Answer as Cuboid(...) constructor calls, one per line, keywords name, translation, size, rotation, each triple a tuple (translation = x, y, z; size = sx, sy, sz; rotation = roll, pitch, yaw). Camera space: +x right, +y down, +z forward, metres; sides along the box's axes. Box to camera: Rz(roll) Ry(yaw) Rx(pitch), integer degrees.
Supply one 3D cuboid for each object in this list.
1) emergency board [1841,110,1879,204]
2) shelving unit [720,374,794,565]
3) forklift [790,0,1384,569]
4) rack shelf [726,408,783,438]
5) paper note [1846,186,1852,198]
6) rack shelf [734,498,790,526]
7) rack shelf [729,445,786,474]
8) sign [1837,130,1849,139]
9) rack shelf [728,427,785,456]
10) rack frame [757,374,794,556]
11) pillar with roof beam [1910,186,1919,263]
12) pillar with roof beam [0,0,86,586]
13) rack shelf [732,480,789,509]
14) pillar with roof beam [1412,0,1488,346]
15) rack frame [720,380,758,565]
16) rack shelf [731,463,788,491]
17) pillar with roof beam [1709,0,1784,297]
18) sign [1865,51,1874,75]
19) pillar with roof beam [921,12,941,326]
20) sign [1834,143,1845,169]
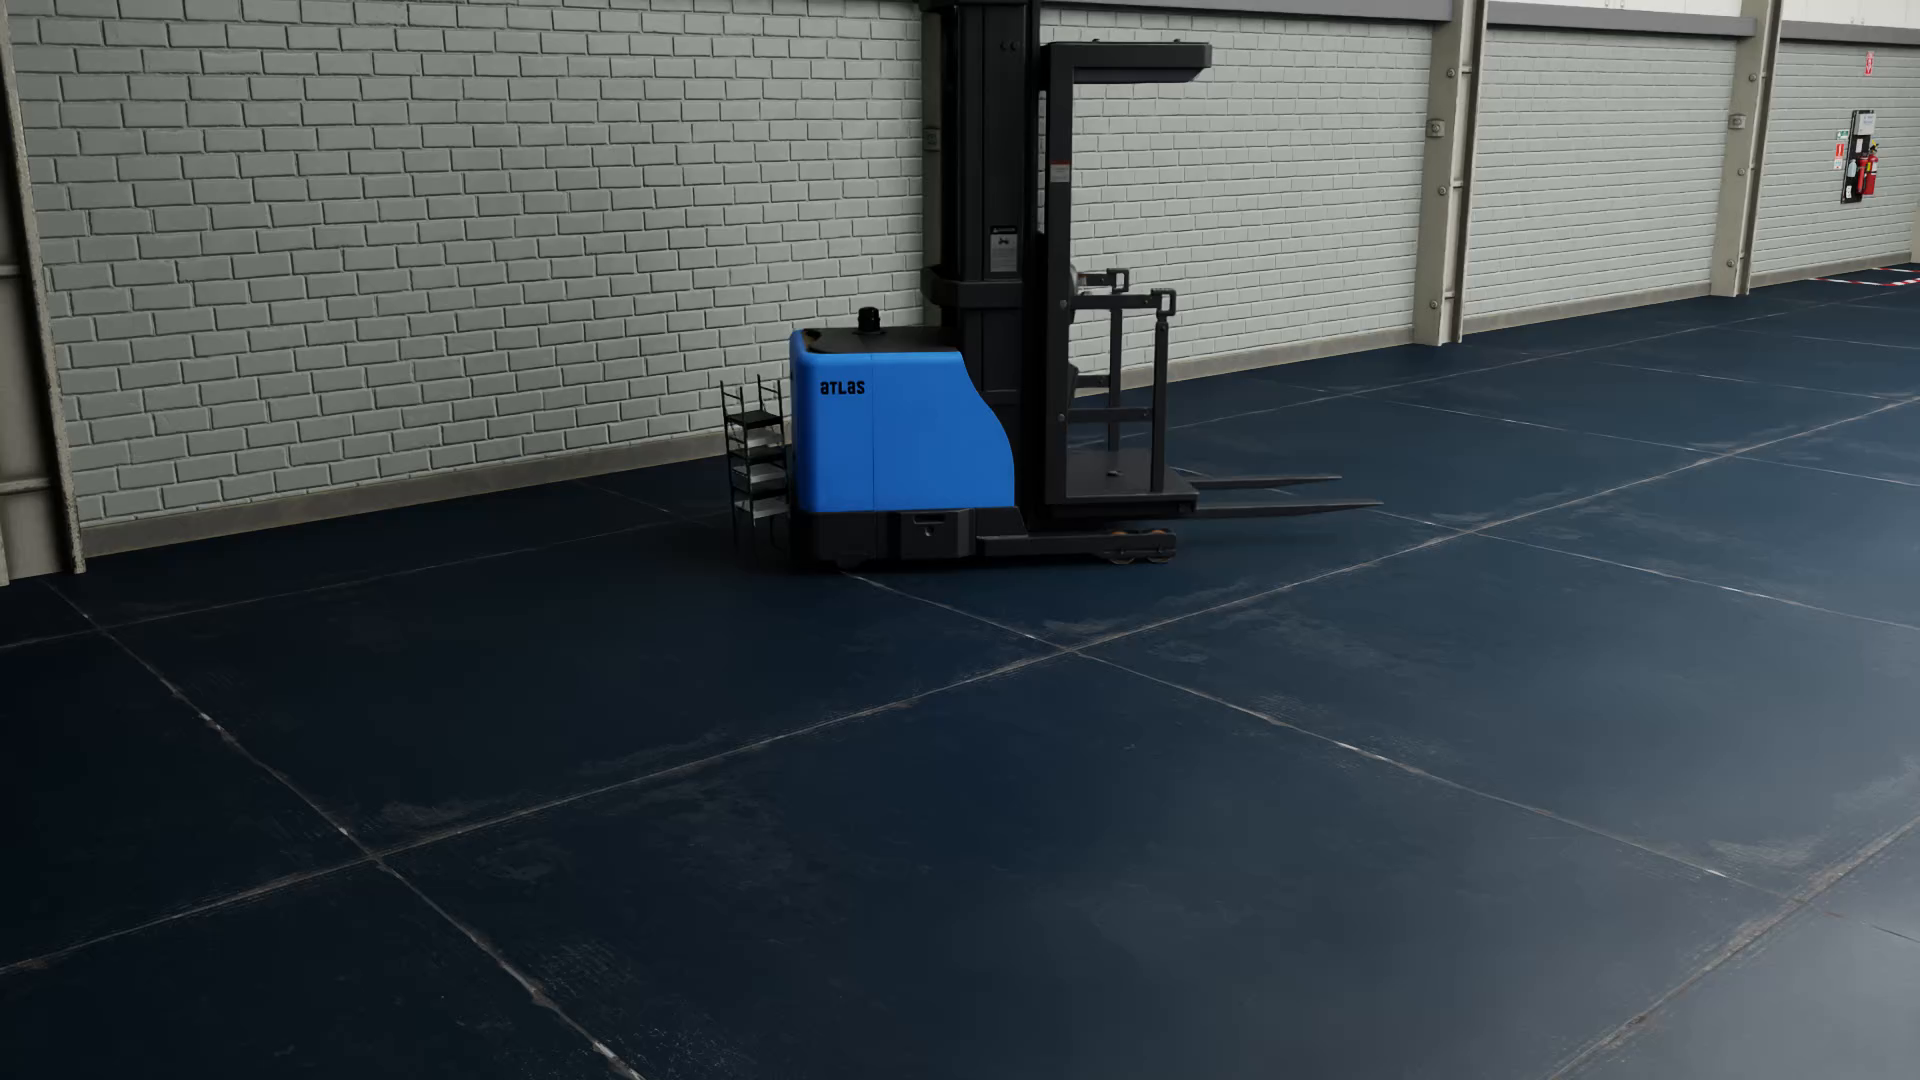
Cuboid(name="emergency board", translation=(11.676, -4.944, 21.447), size=(0.643, 1.169, 0.194), rotation=(-13, 19, -39))
Cuboid(name="shelving unit", translation=(-1.013, -0.354, 8.311), size=(0.210, 0.900, 0.258), rotation=(-13, 20, -31))
Cuboid(name="forklift", translation=(0.650, -1.425, 8.406), size=(3.031, 2.935, 1.130), rotation=(-2, 15, -7))
Cuboid(name="rack shelf", translation=(-1.024, -0.580, 8.243), size=(0.200, 0.077, 0.258), rotation=(-13, 20, -31))
Cuboid(name="paper note", translation=(11.497, -4.502, 21.499), size=(0.142, 0.148, 0.016), rotation=(-13, 19, -39))
Cuboid(name="rack shelf", translation=(-1.002, -0.150, 8.372), size=(0.200, 0.077, 0.258), rotation=(-13, 20, -31))
Cuboid(name="rack shelf", translation=(-1.015, -0.408, 8.295), size=(0.200, 0.077, 0.258), rotation=(-13, 20, -31))
Cuboid(name="sign", translation=(11.200, -5.143, 21.095), size=(0.331, 0.109, 0.001), rotation=(-13, 19, -39))
Cuboid(name="rack shelf", translation=(-1.020, -0.494, 8.269), size=(0.200, 0.077, 0.258), rotation=(-13, 20, -31))
Cuboid(name="rack frame", translation=(-0.928, -0.374, 8.363), size=(0.006, 0.900, 0.240), rotation=(-13, 20, -31))
Cuboid(name="pillar with roof beam", translation=(16.391, -7.416, 19.075), size=(0.400, 9.000, 9.100), rotation=(-13, 19, -39))
Cuboid(name="pillar with roof beam", translation=(-1.714, -3.350, 3.854), size=(0.400, 9.000, 9.100), rotation=(-13, 19, -39))
Cuboid(name="rack shelf", translation=(-1.007, -0.236, 8.346), size=(0.200, 0.077, 0.258), rotation=(-13, 20, -31))
Cuboid(name="pillar with roof beam", translation=(7.338, -5.383, 11.464), size=(0.400, 9.000, 9.100), rotation=(-13, 19, -39))
Cuboid(name="rack frame", translation=(-1.098, -0.334, 8.259), size=(0.006, 0.900, 0.240), rotation=(-13, 20, -31))
Cuboid(name="rack shelf", translation=(-1.011, -0.322, 8.321), size=(0.200, 0.077, 0.258), rotation=(-13, 20, -31))
Cuboid(name="pillar with roof beam", translation=(11.865, -6.399, 15.269), size=(0.400, 9.000, 9.100), rotation=(-13, 19, -39))
Cuboid(name="sign", translation=(11.604, -6.082, 21.215), size=(0.199, 0.298, 0.001), rotation=(-13, 19, -39))
Cuboid(name="pillar with roof beam", translation=(2.812, -4.366, 7.659), size=(0.400, 9.000, 9.100), rotation=(-13, 19, -39))
Cuboid(name="sign", translation=(11.191, -4.888, 21.167), size=(0.234, 0.329, 0.001), rotation=(-13, 19, -39))
